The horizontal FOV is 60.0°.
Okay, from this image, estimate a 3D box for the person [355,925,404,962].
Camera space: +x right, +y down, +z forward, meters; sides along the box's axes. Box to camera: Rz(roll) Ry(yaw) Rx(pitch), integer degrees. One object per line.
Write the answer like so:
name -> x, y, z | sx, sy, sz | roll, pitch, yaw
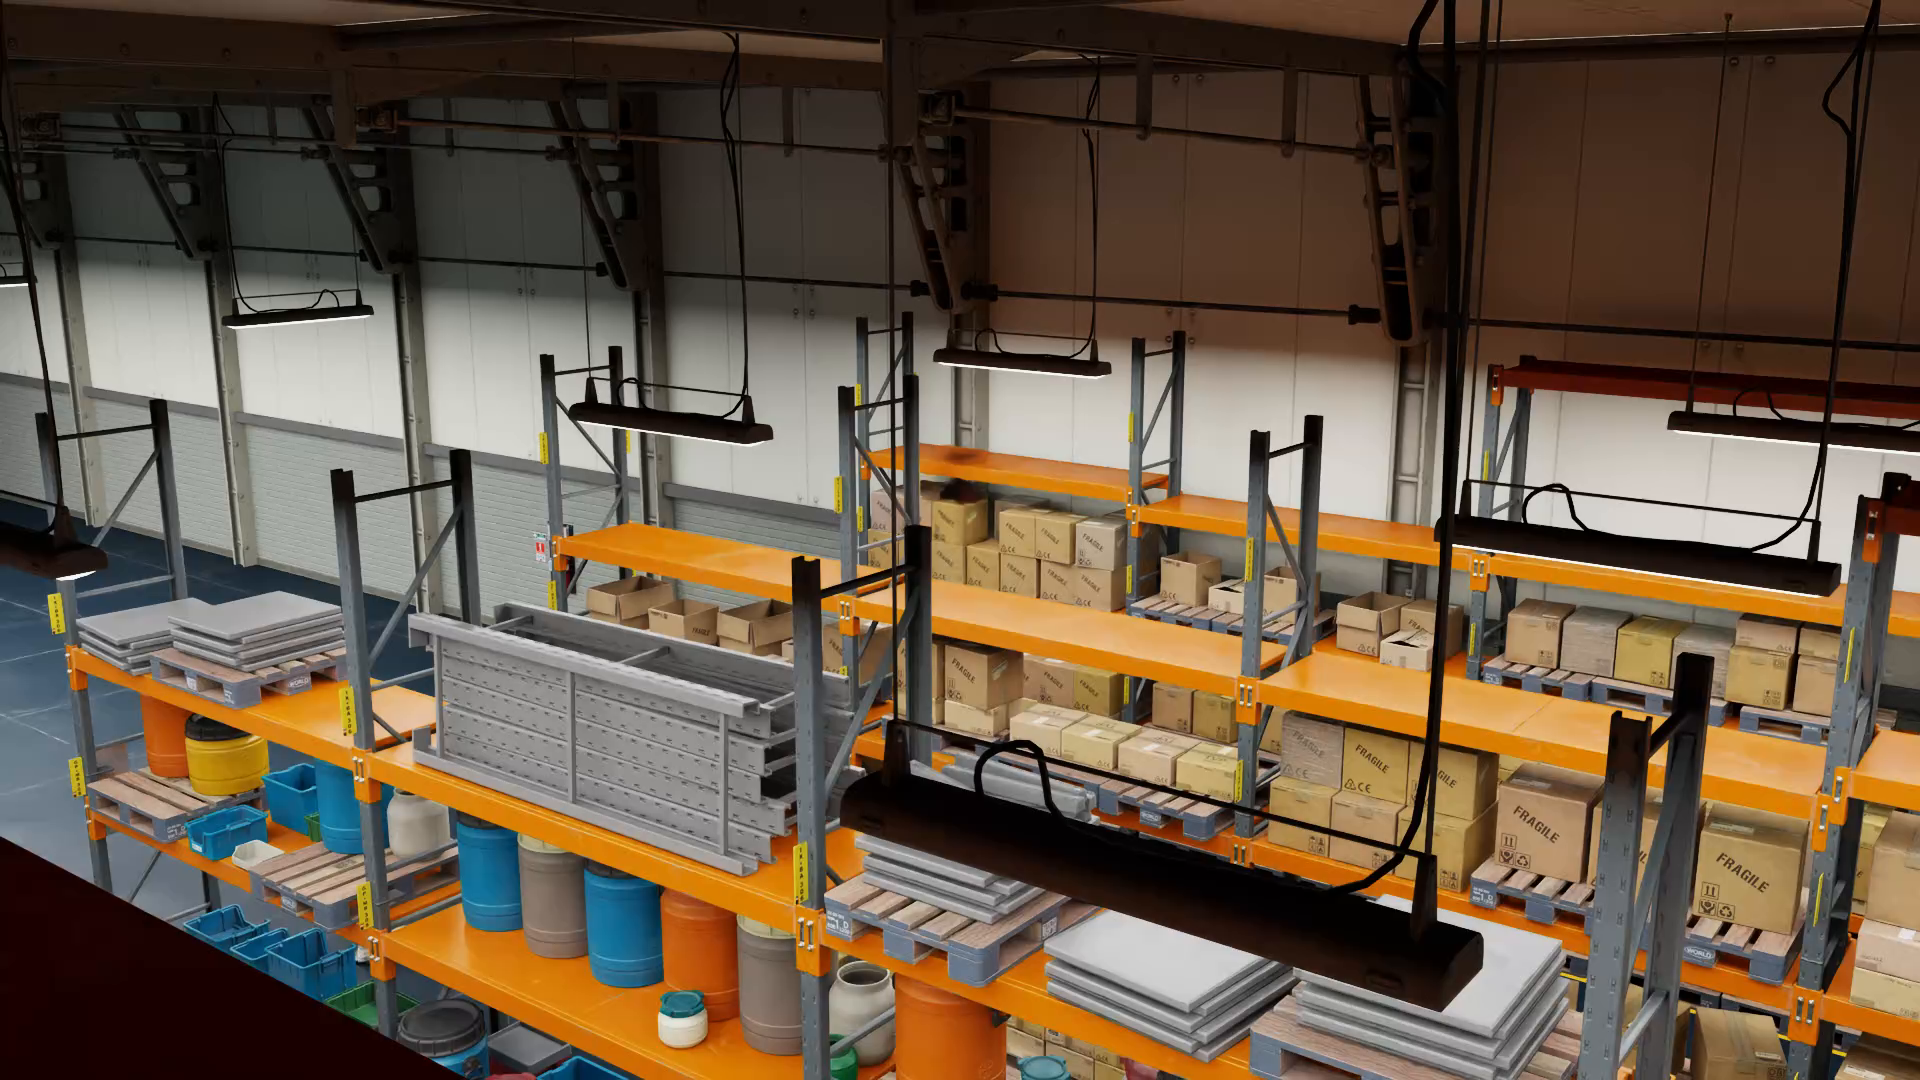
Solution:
person -> -5.846, 3.373, 16.760 | 0.640, 1.802, 0.443 | -9, 16, -33
